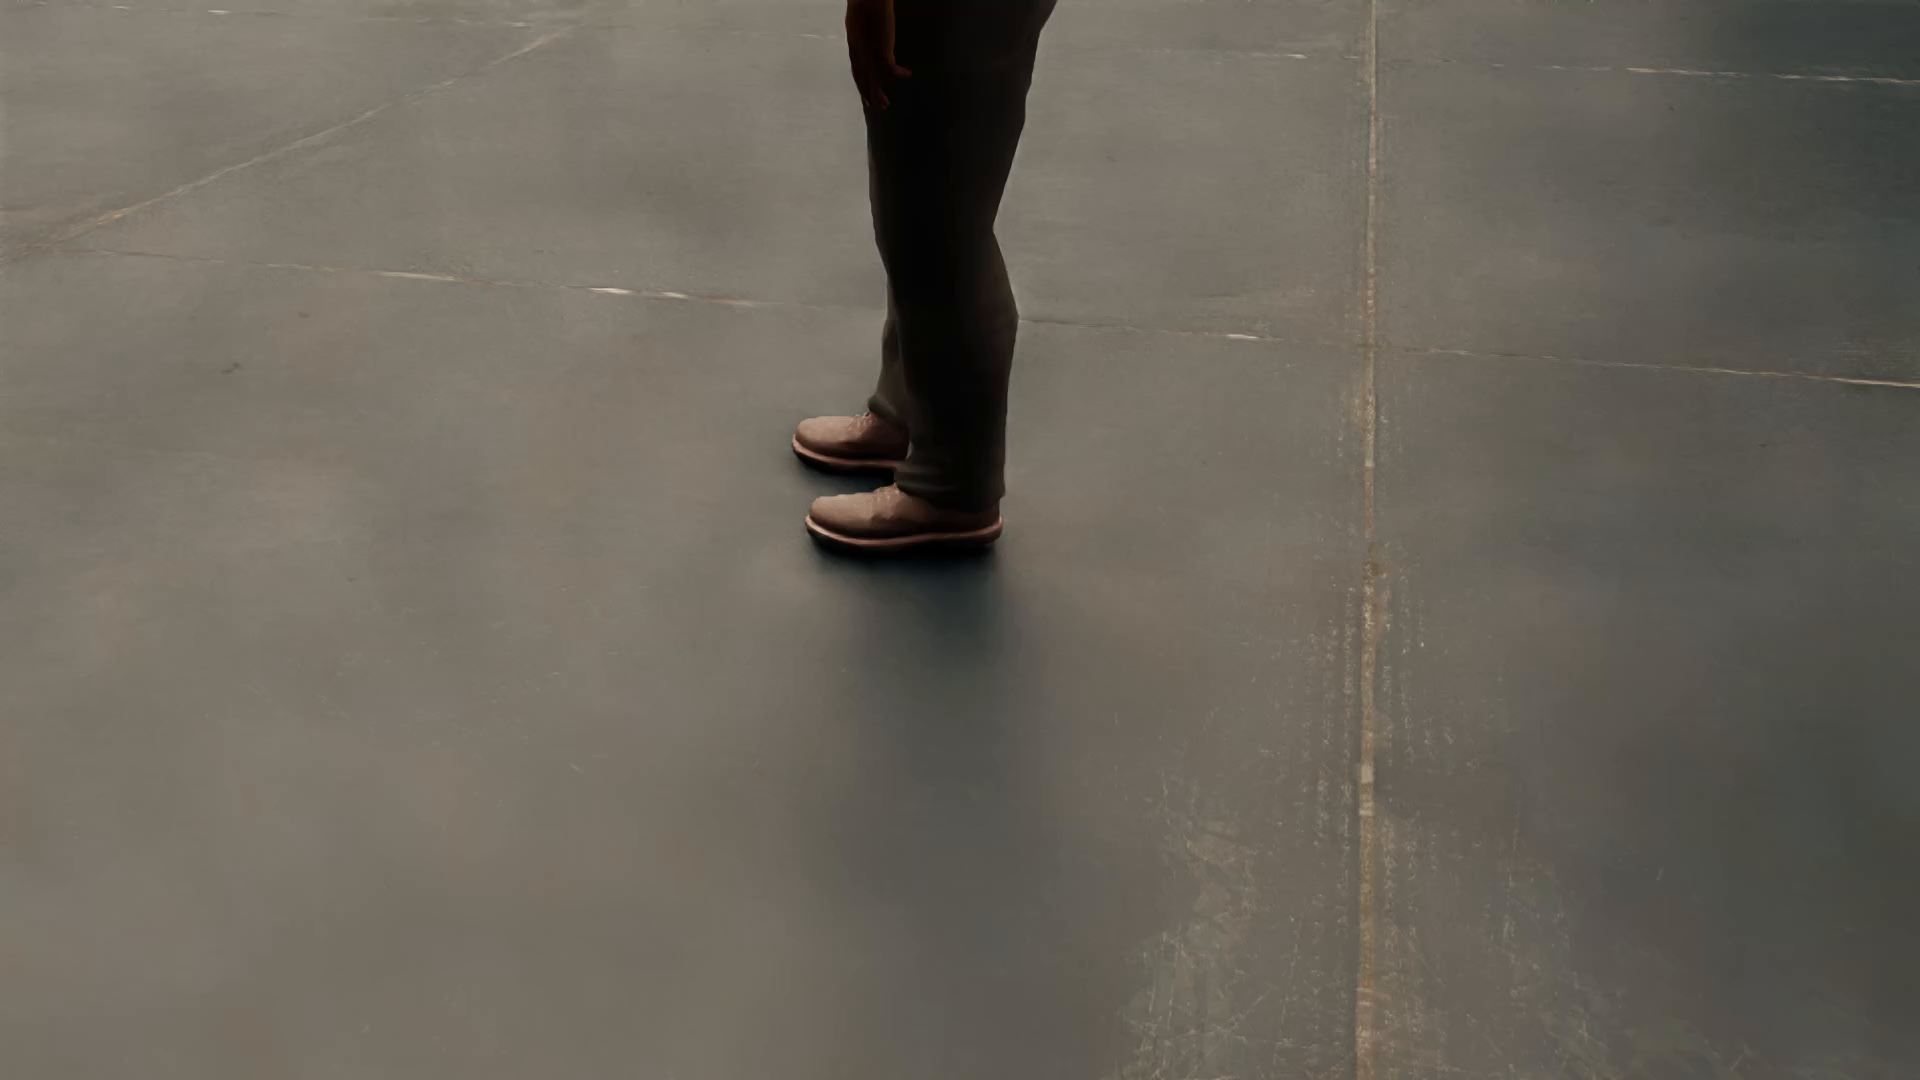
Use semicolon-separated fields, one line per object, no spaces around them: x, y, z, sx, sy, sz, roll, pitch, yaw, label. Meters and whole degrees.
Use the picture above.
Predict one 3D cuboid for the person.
-0.081;-0.762;2.158;0.503;1.654;0.570;6;27;11;person
